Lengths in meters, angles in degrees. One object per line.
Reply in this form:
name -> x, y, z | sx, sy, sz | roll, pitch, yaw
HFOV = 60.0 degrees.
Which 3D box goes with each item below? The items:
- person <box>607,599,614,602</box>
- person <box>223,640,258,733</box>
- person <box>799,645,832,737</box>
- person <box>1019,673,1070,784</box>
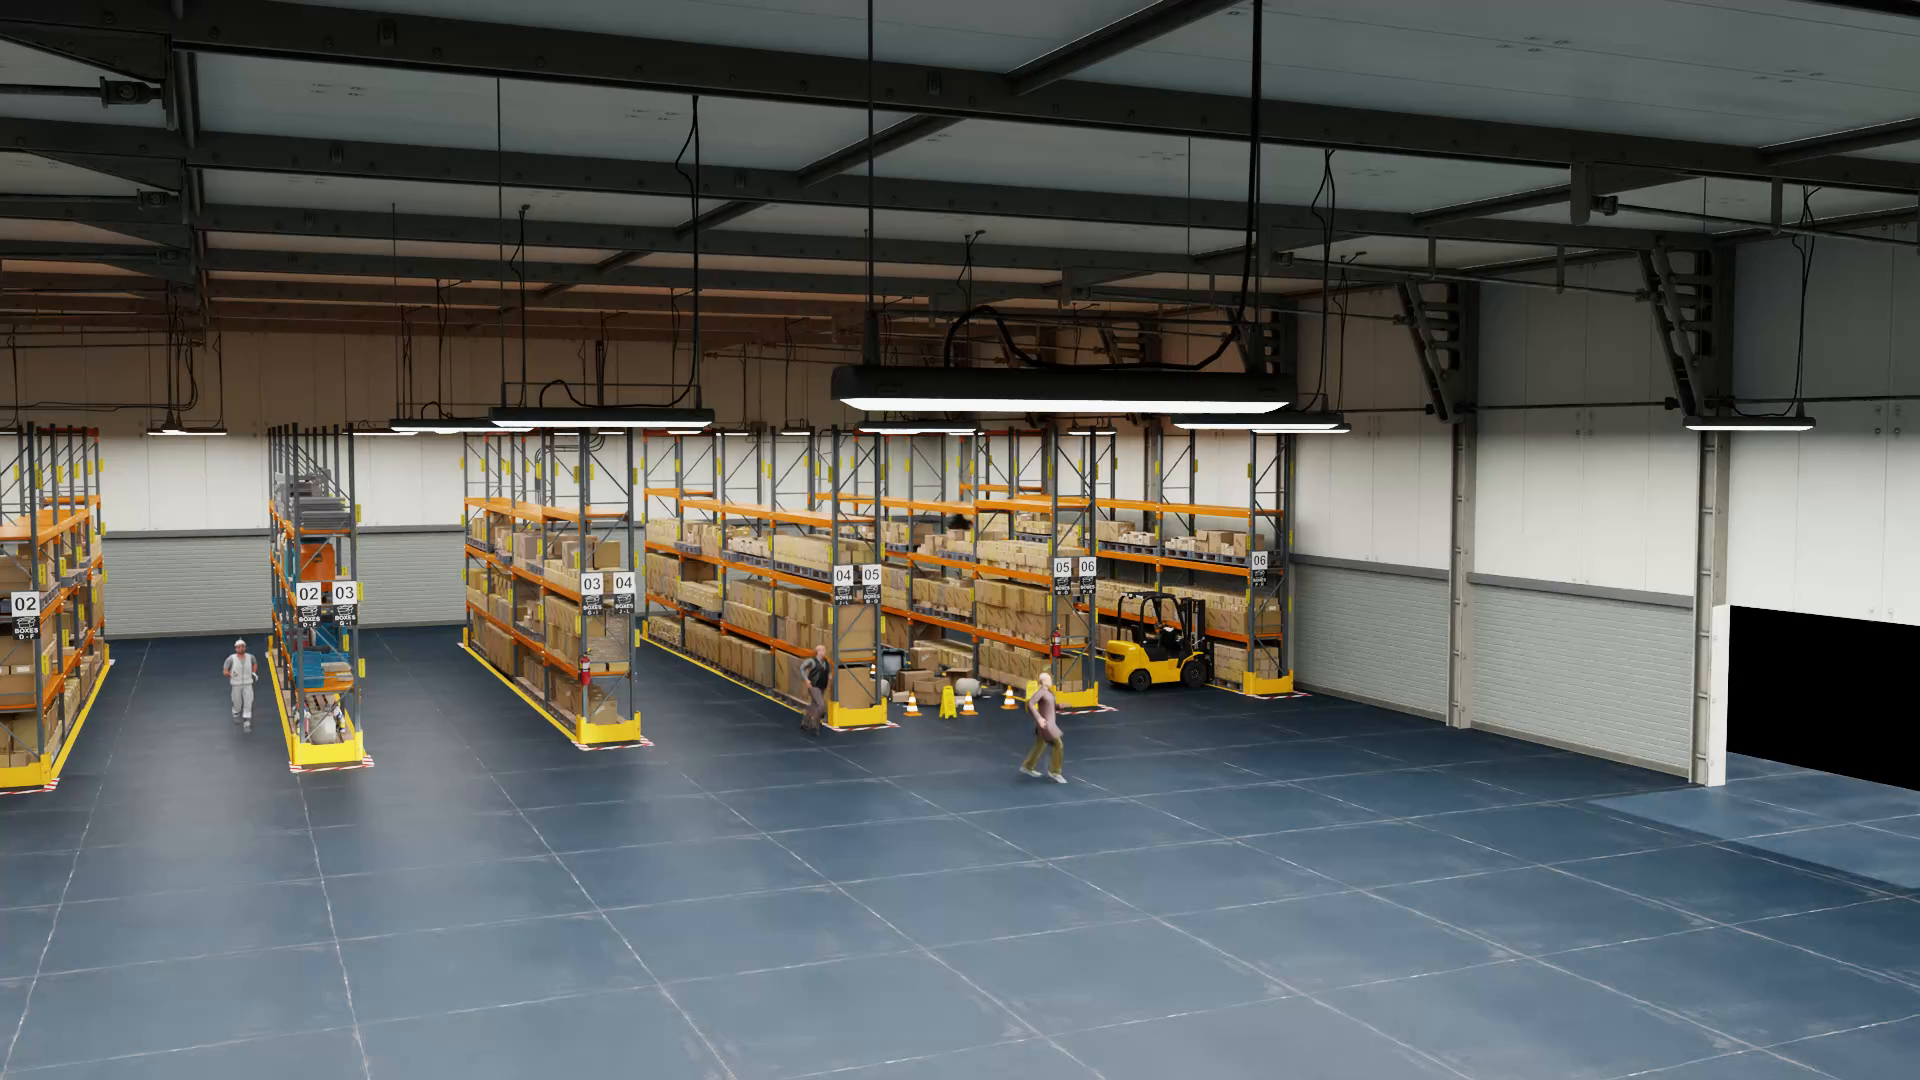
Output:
person -> -9.690, 2.042, 46.148 | 0.657, 1.815, 0.725 | -1, 4, -23
person -> -13.991, 2.831, 32.390 | 0.654, 1.776, 0.985 | -2, 4, -34
person -> -2.769, 2.916, 32.254 | 0.696, 1.753, 0.658 | 2, 4, 32
person -> 1.411, 3.139, 27.715 | 0.855, 1.847, 0.672 | 0, 3, 5
